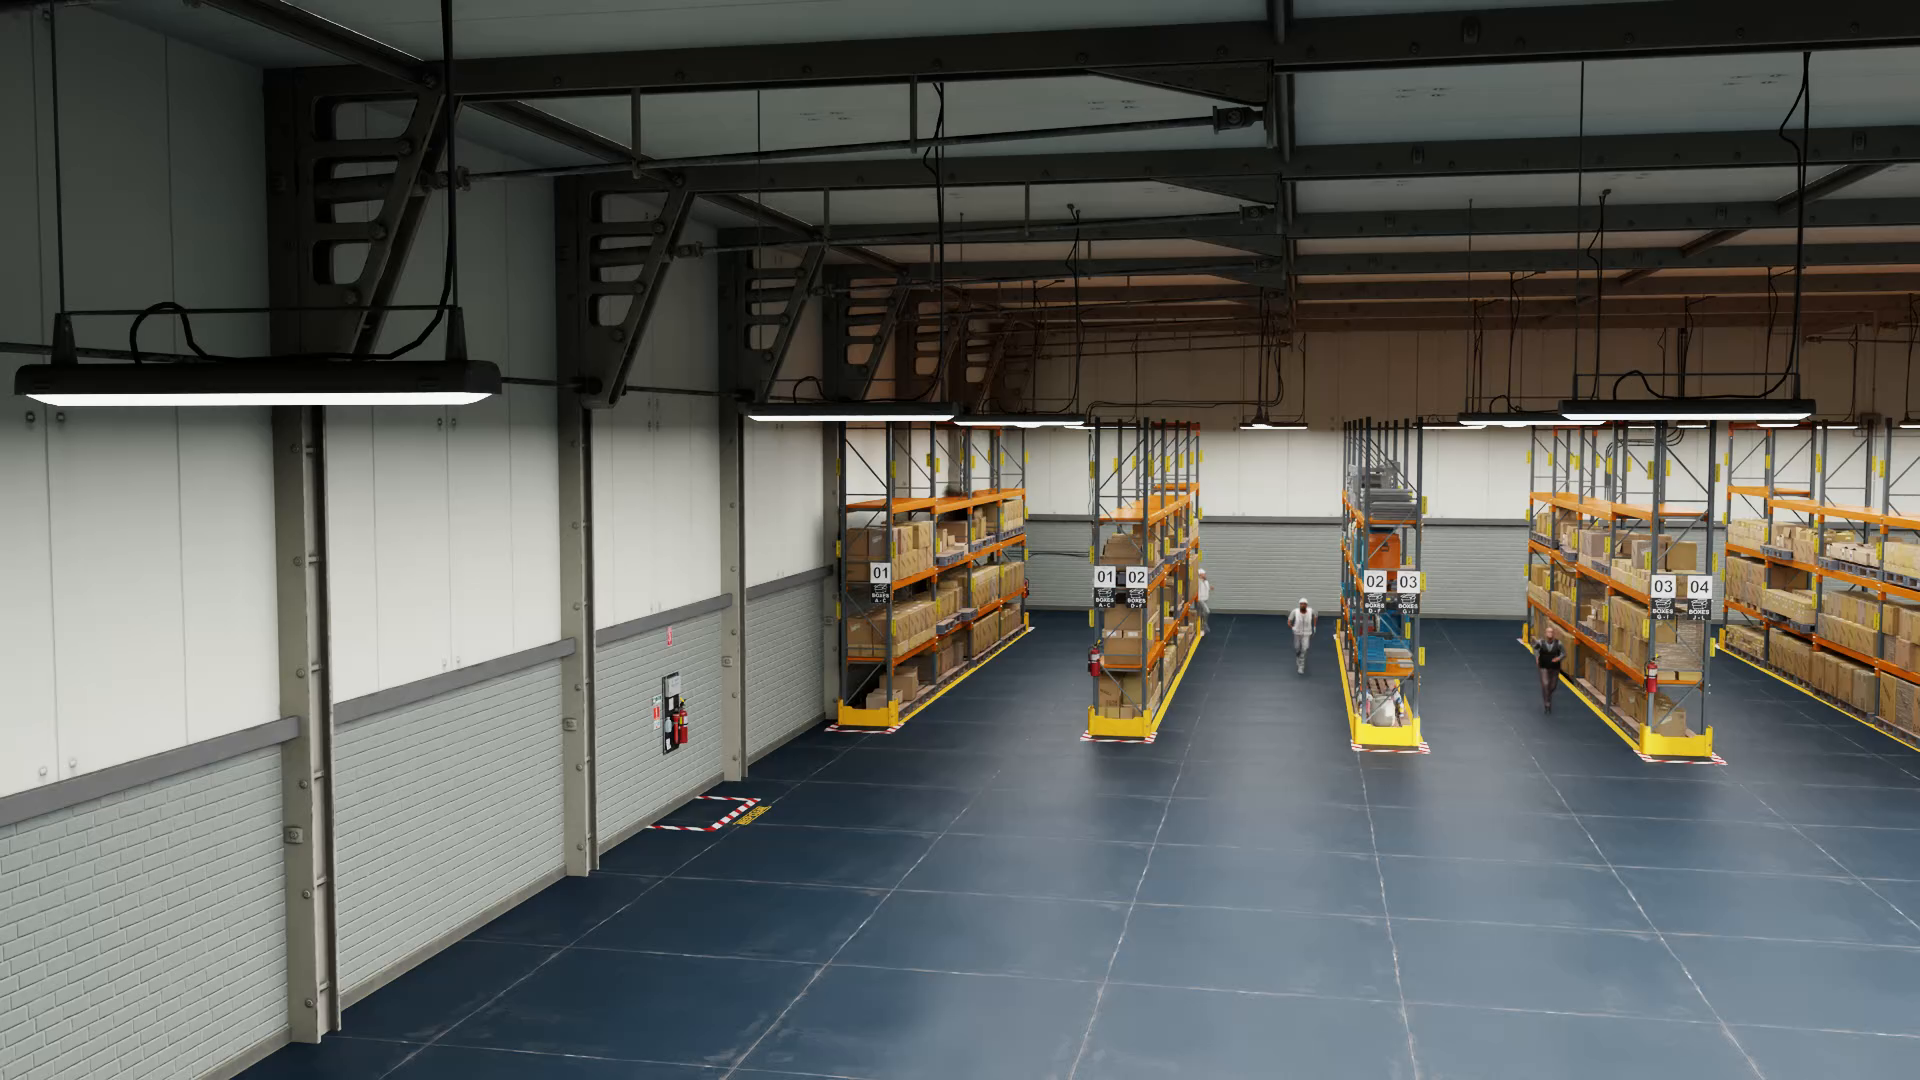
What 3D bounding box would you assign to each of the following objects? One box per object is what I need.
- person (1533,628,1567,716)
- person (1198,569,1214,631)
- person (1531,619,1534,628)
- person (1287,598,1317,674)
[{"bbox_3d":[12.102,2.660,34.103,0.624,1.739,1.117,1,4,8],"label":"person"},{"bbox_3d":[6.951,1.747,47.922,0.745,1.834,0.658,3,5,35],"label":"person"},{"bbox_3d":[16.297,1.822,46.375,0.927,1.786,0.688,2,4,31],"label":"person"},{"bbox_3d":[8.184,2.264,39.776,0.707,1.770,0.977,0,4,7],"label":"person"}]
